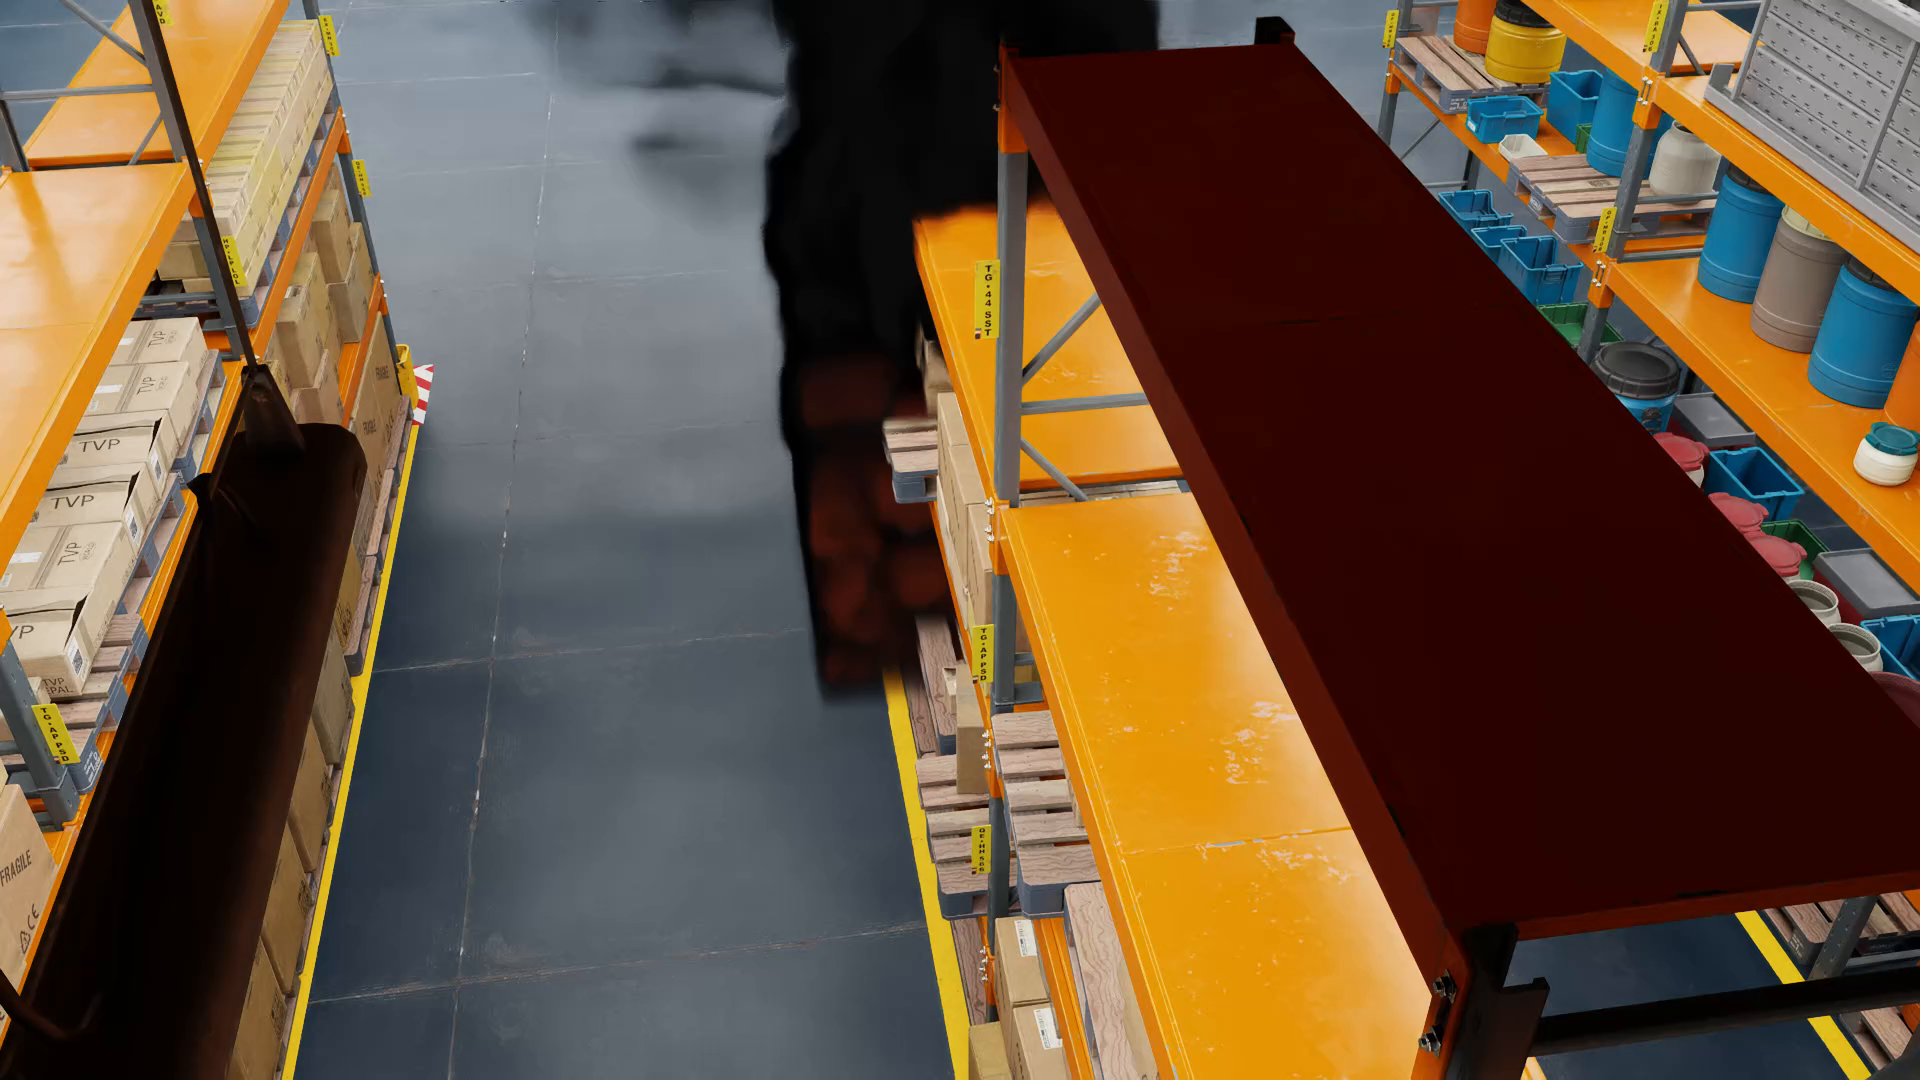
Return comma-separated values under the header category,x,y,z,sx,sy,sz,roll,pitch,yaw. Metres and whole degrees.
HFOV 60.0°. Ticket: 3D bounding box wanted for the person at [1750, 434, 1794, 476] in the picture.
category,x,y,z,sx,sy,sz,roll,pitch,yaw
person,6.521,-1.204,13.236,0.578,1.655,0.703,-16,39,-20
